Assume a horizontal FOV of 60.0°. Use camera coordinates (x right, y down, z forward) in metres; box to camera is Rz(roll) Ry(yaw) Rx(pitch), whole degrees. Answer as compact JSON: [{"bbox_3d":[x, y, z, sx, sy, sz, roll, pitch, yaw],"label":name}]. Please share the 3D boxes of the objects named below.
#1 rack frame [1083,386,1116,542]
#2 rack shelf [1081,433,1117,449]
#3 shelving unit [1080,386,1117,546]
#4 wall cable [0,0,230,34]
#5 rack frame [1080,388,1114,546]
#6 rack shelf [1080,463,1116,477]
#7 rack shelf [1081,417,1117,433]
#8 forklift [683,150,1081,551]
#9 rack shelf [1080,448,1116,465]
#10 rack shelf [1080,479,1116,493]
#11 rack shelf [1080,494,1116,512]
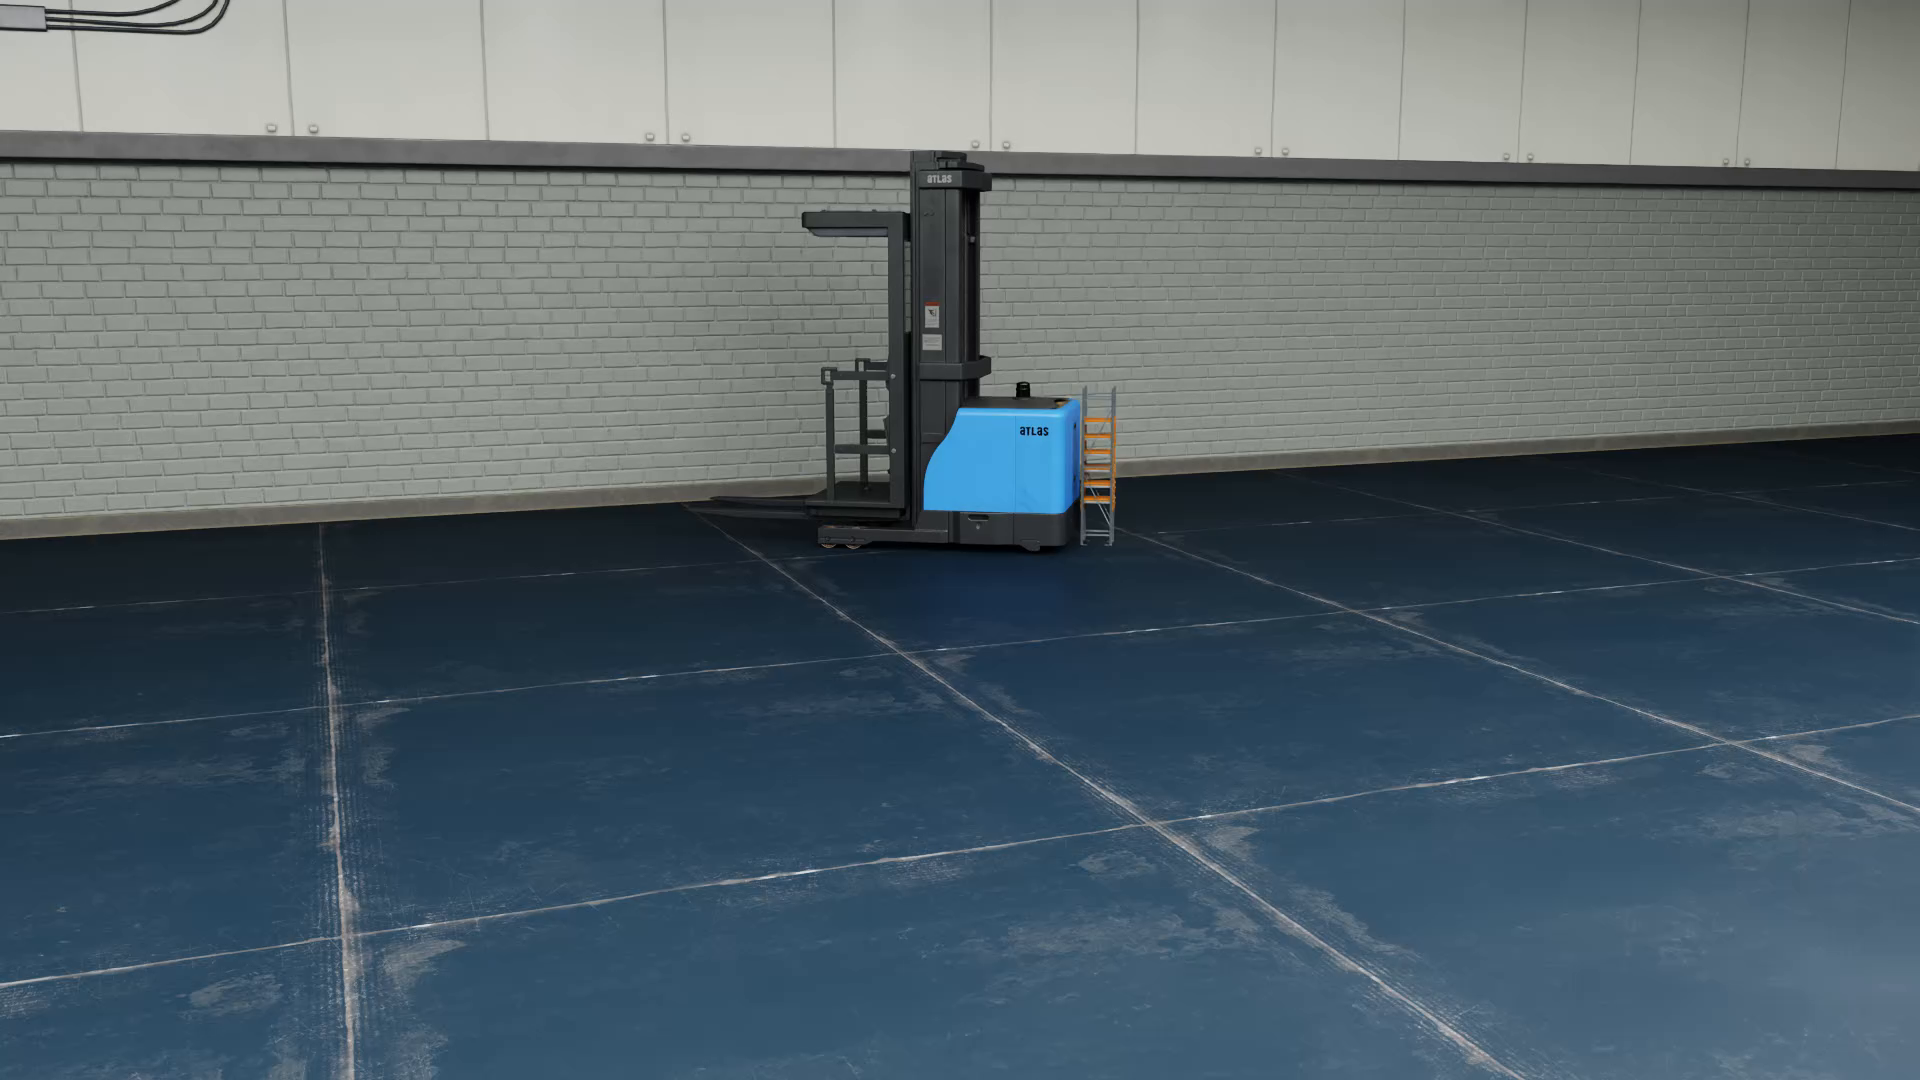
[{"bbox_3d":[1.067,-0.580,12.738,0.240,1.200,0.006,2,11,9],"label":"rack frame"},{"bbox_3d":[1.051,-0.755,12.613,0.258,0.103,0.180,2,11,9],"label":"rack shelf"},{"bbox_3d":[1.052,-0.563,12.650,0.258,1.200,0.189,2,11,9],"label":"shelving unit"},{"bbox_3d":[-6.678,-6.151,12.091,2.305,6.003,0.169,-4,11,-21],"label":"wall cable"},{"bbox_3d":[1.037,-0.546,12.561,0.240,1.200,0.006,2,11,9],"label":"rack frame"},{"bbox_3d":[1.052,-0.519,12.658,0.258,0.103,0.180,2,11,9],"label":"rack shelf"},{"bbox_3d":[1.051,-0.873,12.590,0.258,0.103,0.180,2,11,9],"label":"rack shelf"},{"bbox_3d":[-0.616,-1.465,12.785,3.031,2.935,1.130,2,10,11],"label":"forklift"},{"bbox_3d":[1.052,-0.637,12.636,0.258,0.103,0.180,2,11,9],"label":"rack shelf"},{"bbox_3d":[1.052,-0.401,12.681,0.258,0.103,0.180,2,11,9],"label":"rack shelf"},{"bbox_3d":[1.053,-0.283,12.703,0.258,0.103,0.180,2,11,9],"label":"rack shelf"}]
